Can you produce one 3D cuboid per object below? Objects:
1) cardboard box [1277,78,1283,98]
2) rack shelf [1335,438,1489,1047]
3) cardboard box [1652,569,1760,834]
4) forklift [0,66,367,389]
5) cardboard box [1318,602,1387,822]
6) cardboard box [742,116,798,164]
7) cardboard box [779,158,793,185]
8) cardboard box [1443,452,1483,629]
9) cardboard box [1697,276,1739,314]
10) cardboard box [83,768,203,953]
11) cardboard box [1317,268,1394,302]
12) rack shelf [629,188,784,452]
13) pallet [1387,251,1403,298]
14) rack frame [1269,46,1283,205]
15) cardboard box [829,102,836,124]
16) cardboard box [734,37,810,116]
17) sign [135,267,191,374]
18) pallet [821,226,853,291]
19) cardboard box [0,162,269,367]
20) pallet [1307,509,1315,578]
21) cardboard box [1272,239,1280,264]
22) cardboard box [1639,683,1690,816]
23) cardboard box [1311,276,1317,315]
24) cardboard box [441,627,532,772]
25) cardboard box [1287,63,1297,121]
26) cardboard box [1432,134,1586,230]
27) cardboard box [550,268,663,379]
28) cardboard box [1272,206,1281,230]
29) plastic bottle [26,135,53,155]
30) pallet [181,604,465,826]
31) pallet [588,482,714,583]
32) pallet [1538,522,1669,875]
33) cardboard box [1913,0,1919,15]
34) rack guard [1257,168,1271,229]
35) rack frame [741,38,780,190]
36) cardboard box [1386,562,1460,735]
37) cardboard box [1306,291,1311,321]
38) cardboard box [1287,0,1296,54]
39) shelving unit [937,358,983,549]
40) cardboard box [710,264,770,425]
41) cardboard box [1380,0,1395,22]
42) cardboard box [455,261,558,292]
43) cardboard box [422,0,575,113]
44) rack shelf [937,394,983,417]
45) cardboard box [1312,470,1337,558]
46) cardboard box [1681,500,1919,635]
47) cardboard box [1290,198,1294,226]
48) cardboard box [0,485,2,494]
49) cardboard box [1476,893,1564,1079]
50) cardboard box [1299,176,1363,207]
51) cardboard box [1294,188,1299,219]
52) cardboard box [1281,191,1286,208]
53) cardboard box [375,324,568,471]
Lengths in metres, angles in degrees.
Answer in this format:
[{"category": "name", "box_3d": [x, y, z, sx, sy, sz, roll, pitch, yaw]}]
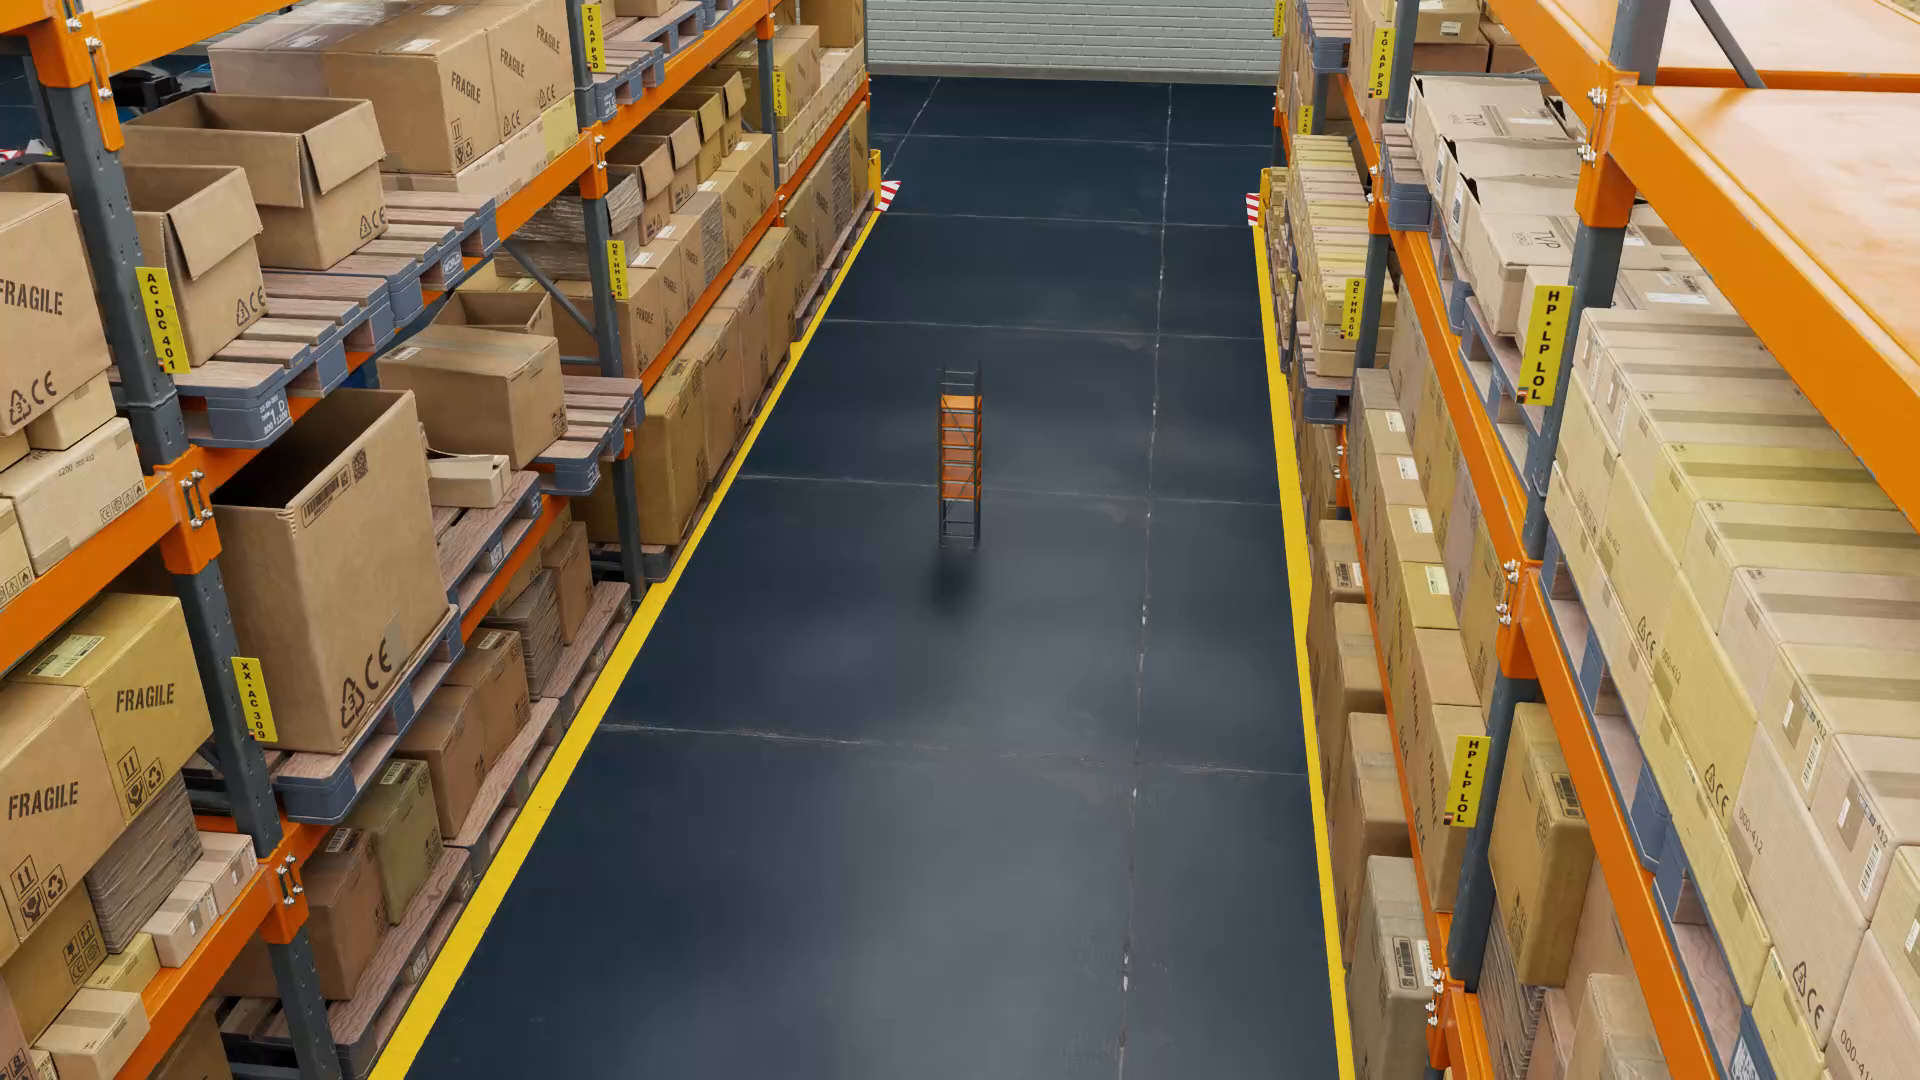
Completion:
[{"category": "cardboard box", "box_3d": [3.145, -4.188, 15.418, 0.380, 0.149, 0.250, 3, 28, 6]}, {"category": "rack shelf", "box_3d": [2.285, 0.592, 7.039, 1.077, 0.370, 4.000, 3, 28, 6]}, {"category": "cardboard box", "box_3d": [1.581, 0.291, 2.972, 0.500, 0.250, 0.500, 3, 28, 6]}, {"category": "forklift", "box_3d": [-4.766, -1.051, 9.403, 1.130, 2.935, 3.031, 8, 29, 15]}, {"category": "cardboard box", "box_3d": [2.263, 0.833, 7.763, 1.050, 0.750, 0.750, 4, 29, 7]}, {"category": "cardboard box", "box_3d": [-1.572, -3.156, 13.081, 0.500, 0.250, 0.500, 3, 28, 5]}, {"category": "cardboard box", "box_3d": [-1.523, -2.894, 13.016, 0.380, 0.149, 0.250, 3, 29, 6]}, {"category": "cardboard box", "box_3d": [2.218, 0.018, 6.186, 0.700, 0.500, 0.500, 4, 29, 7]}, {"category": "cardboard box", "box_3d": [2.414, -0.696, 5.225, 0.250, 0.149, 0.380, 3, 28, 6]}, {"category": "cardboard box", "box_3d": [-2.987, 0.914, 5.263, 0.875, 0.500, 0.500, 3, 28, 6]}, {"category": "cardboard box", "box_3d": [2.168, -1.378, 9.132, 0.380, 0.149, 0.250, 3, 28, 6]}, {"category": "rack shelf", "box_3d": [-2.135, -1.627, 11.157, 1.077, 0.370, 4.000, 3, 28, 6]}, {"category": "pallet", "box_3d": [2.732, -1.516, 10.395, 1.003, 0.211, 1.213, 3, 28, 6]}, {"category": "rack frame", "box_3d": [3.510, -4.432, 15.606, 1.000, 3.000, 0.127, 3, 28, 6]}, {"category": "cardboard box", "box_3d": [-1.304, -3.751, 14.606, 0.380, 0.149, 0.250, 4, 29, 7]}, {"category": "cardboard box", "box_3d": [-1.509, -3.722, 13.342, 0.500, 0.500, 0.500, 3, 28, 6]}, {"category": "sign", "box_3d": [-2.331, -0.639, 4.858, 0.100, 0.325, 0.005, 3, 28, 6]}, {"category": "pallet", "box_3d": [-1.572, -2.586, 15.120, 1.003, 0.211, 1.213, 3, 28, 6]}, {"category": "cardboard box", "box_3d": [-2.714, -0.885, 5.309, 0.797, 0.503, 0.637, 2, 28, 4]}, {"category": "pallet", "box_3d": [2.627, 0.194, 9.960, 1.003, 0.211, 1.213, 3, 28, 6]}, {"category": "cardboard box", "box_3d": [2.961, -2.536, 14.651, 0.380, 0.149, 0.250, 2, 28, 4]}, {"category": "cardboard box", "box_3d": [1.535, 0.409, 3.175, 0.380, 0.149, 0.250, 3, 28, 5]}, {"category": "cardboard box", "box_3d": [2.200, -1.380, 9.450, 0.380, 0.149, 0.250, 4, 29, 7]}, {"category": "cardboard box", "box_3d": [-2.560, 0.751, 8.158, 0.700, 0.500, 0.500, 6, 29, 10]}, {"category": "cardboard box", "box_3d": [3.012, -3.688, 13.806, 0.500, 0.500, 0.500, 3, 28, 5]}, {"category": "cardboard box", "box_3d": [2.099, -1.371, 6.307, 0.500, 0.311, 0.500, 3, 28, 5]}, {"category": "cardboard box", "box_3d": [-2.050, -1.259, 9.611, 0.500, 0.500, 0.500, 4, 29, 8]}, {"category": "cardboard box", "box_3d": [3.021, -2.900, 15.013, 0.380, 0.149, 0.250, 4, 29, 8]}, {"category": "plastic bottle", "box_3d": [-7.175, -2.985, 12.972, 0.144, 0.351, 0.185, 3, 28, 6]}, {"category": "pallet", "box_3d": [-2.632, 0.614, 6.442, 1.003, 0.211, 1.213, 3, 28, 6]}, {"category": "pallet", "box_3d": [-2.209, -0.141, 10.581, 1.003, 0.211, 1.213, 3, 28, 6]}, {"category": "pallet", "box_3d": [1.930, 0.320, 3.717, 1.003, 0.211, 1.213, 3, 28, 6]}, {"category": "cardboard box", "box_3d": [8.016, -4.316, 13.547, 0.380, 0.149, 0.250, 4, 29, 7]}, {"category": "rack guard", "box_3d": [3.501, -3.296, 16.132, 1.175, 0.500, 0.348, 3, 28, 6]}, {"category": "rack frame", "box_3d": [-1.890, -2.885, 12.734, 1.000, 3.000, 0.127, 3, 28, 6]}, {"category": "cardboard box", "box_3d": [1.963, 0.436, 6.465, 0.500, 0.500, 0.500, 4, 29, 7]}, {"category": "cardboard box", "box_3d": [2.232, -1.354, 9.715, 0.380, 0.149, 0.250, 3, 28, 6]}, {"category": "cardboard box", "box_3d": [3.051, -4.370, 14.017, 0.500, 0.500, 0.500, 3, 28, 5]}, {"category": "shelving unit", "box_3d": [-0.002, -0.521, 10.245, 0.258, 1.200, 0.189, 3, 28, 6]}, {"category": "cardboard box", "box_3d": [-2.057, -1.411, 11.796, 1.225, 0.875, 0.875, 2, 28, 4]}, {"category": "cardboard box", "box_3d": [2.370, -2.815, 8.530, 0.396, 0.266, 0.258, 3, 28, 6]}, {"category": "cardboard box", "box_3d": [-2.565, -1.293, 9.673, 0.500, 0.500, 0.500, 4, 29, 8]}, {"category": "cardboard box", "box_3d": [-2.190, -2.347, 7.941, 0.500, 0.500, 0.500, 4, 29, 8]}, {"category": "rack shelf", "box_3d": [-0.002, -0.799, 10.095, 0.258, 0.103, 0.180, 3, 28, 6]}, {"category": "cardboard box", "box_3d": [2.351, -0.075, 9.712, 0.500, 0.500, 0.500, 3, 28, 6]}, {"category": "cardboard box", "box_3d": [1.535, 0.059, 2.984, 0.380, 0.149, 0.250, 4, 29, 7]}, {"category": "cardboard box", "box_3d": [2.453, -2.216, 11.315, 0.380, 0.149, 0.250, 4, 29, 7]}, {"category": "cardboard box", "box_3d": [-2.691, -0.136, 4.207, 0.380, 0.149, 0.250, 2, 28, 4]}, {"category": "cardboard box", "box_3d": [2.007, 1.325, 4.762, 0.875, 0.550, 0.550, 3, 28, 6]}, {"category": "cardboard box", "box_3d": [2.390, -2.236, 10.725, 0.380, 0.149, 0.250, 3, 28, 6]}, {"category": "cardboard box", "box_3d": [2.423, -2.229, 11.026, 0.380, 0.149, 0.250, 2, 28, 4]}, {"category": "cardboard box", "box_3d": [3.088, -3.027, 14.934, 0.380, 0.149, 0.250, 2, 28, 4]}, {"category": "cardboard box", "box_3d": [-2.376, -0.706, 8.141, 0.700, 0.500, 0.500, 8, 29, 14]}]
